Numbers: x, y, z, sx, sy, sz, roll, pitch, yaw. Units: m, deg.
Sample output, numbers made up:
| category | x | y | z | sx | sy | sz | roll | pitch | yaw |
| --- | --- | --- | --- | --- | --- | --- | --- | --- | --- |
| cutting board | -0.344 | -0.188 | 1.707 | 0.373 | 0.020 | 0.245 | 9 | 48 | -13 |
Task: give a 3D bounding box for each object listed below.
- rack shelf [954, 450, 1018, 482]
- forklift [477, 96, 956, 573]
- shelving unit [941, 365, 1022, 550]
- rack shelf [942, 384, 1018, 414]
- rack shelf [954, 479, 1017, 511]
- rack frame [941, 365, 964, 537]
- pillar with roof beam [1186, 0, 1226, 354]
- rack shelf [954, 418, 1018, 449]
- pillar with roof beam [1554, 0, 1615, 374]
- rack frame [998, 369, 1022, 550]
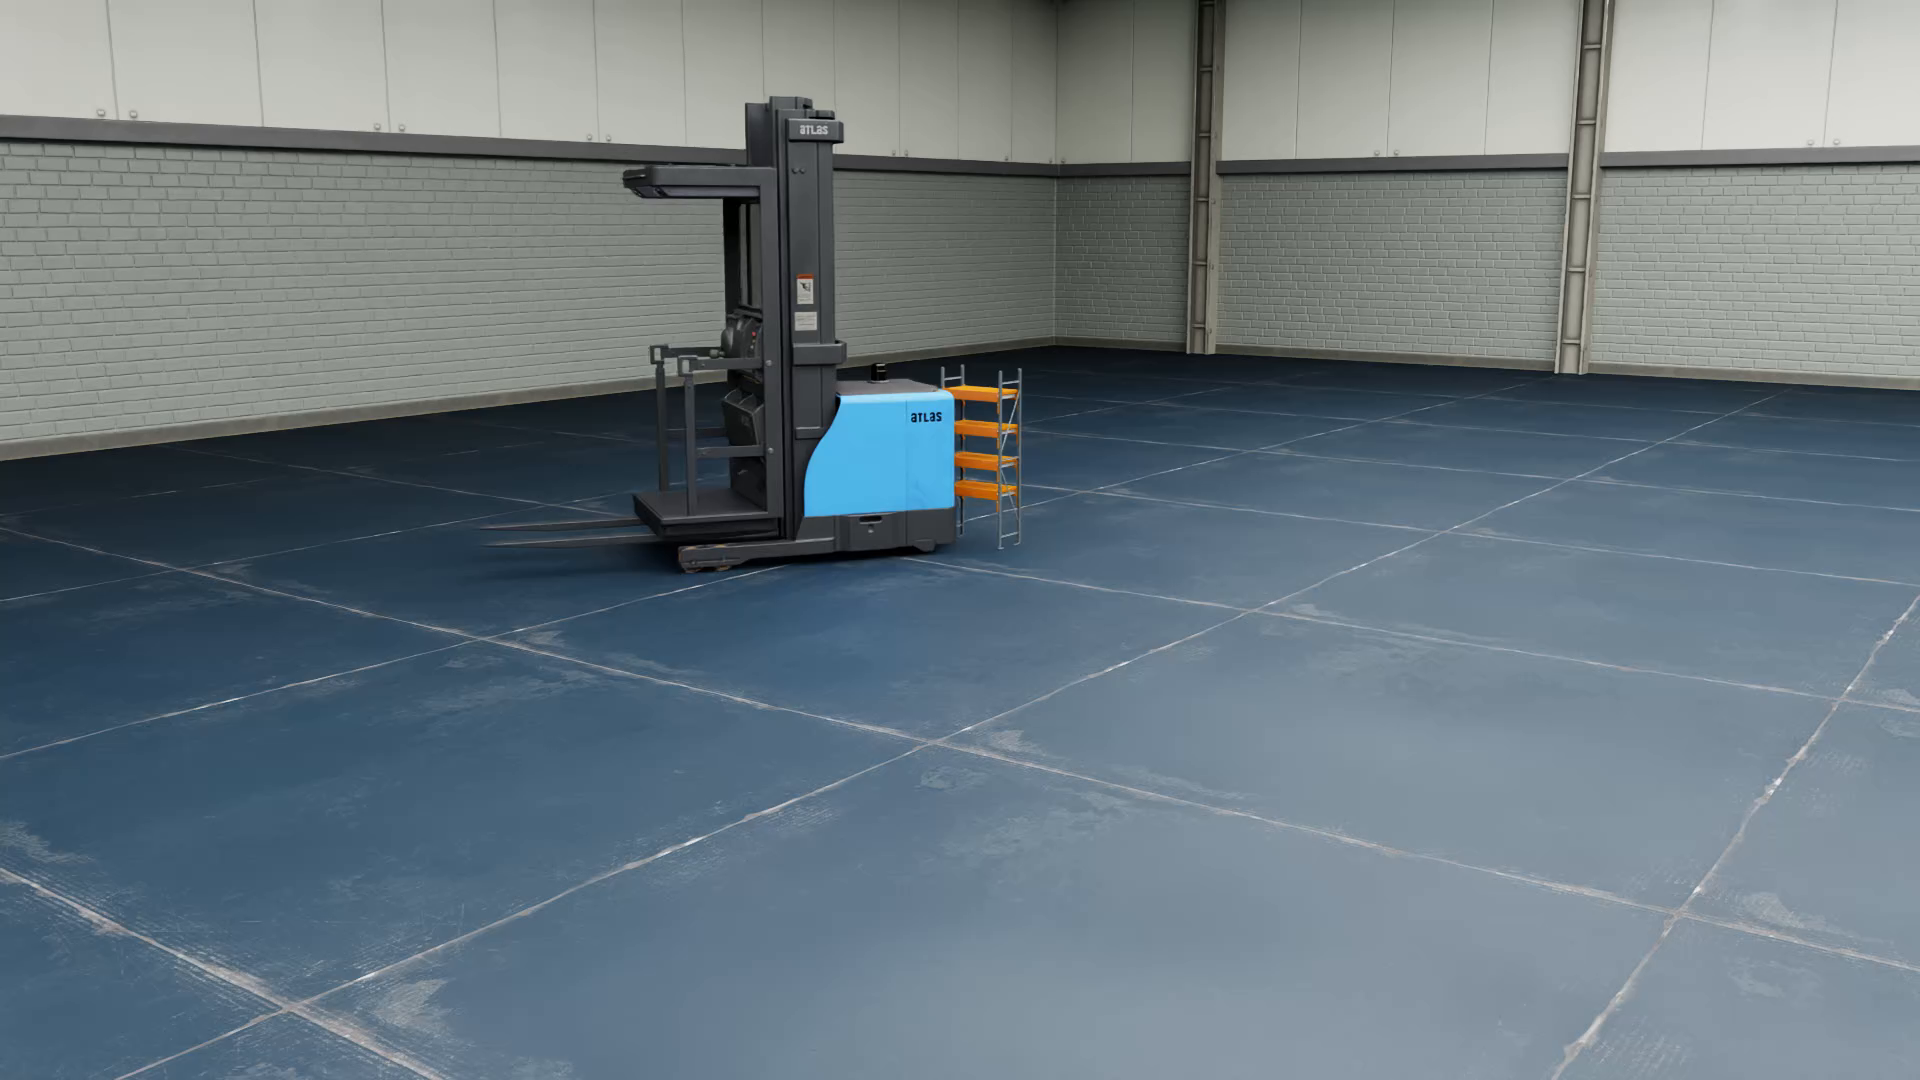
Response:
| category | x | y | z | sx | sy | sz | roll | pitch | yaw |
| --- | --- | --- | --- | --- | --- | --- | --- | --- | --- |
| rack shelf | 0.142 | -0.505 | 11.335 | 0.480 | 0.148 | 0.258 | 8 | 14 | 37 |
| forklift | -1.597 | -1.344 | 10.762 | 3.031 | 2.935 | 1.130 | -4 | 12 | -20 |
| shelving unit | 0.142 | -0.571 | 11.323 | 0.503 | 1.200 | 0.258 | 8 | 14 | 37 |
| rack shelf | 0.142 | -0.957 | 11.248 | 0.480 | 0.148 | 0.258 | 8 | 14 | 37 |
| rack shelf | 0.142 | -0.310 | 11.373 | 0.480 | 0.148 | 0.258 | 8 | 14 | 37 |
| rack frame | -0.051 | -0.600 | 11.470 | 0.015 | 1.200 | 0.240 | 8 | 14 | 37 |
| pillar with roof beam | 1.436 | -6.845 | 23.219 | 0.400 | 9.000 | 9.100 | 8 | 13 | 36 |
| rack shelf | 0.142 | -0.725 | 11.293 | 0.480 | 0.148 | 0.258 | 8 | 14 | 37 |
| pillar with roof beam | 6.272 | -6.170 | 19.732 | 0.400 | 9.000 | 9.100 | 8 | 13 | 36 |
| rack frame | 0.334 | -0.543 | 11.176 | 0.015 | 1.200 | 0.240 | 8 | 14 | 37 |
